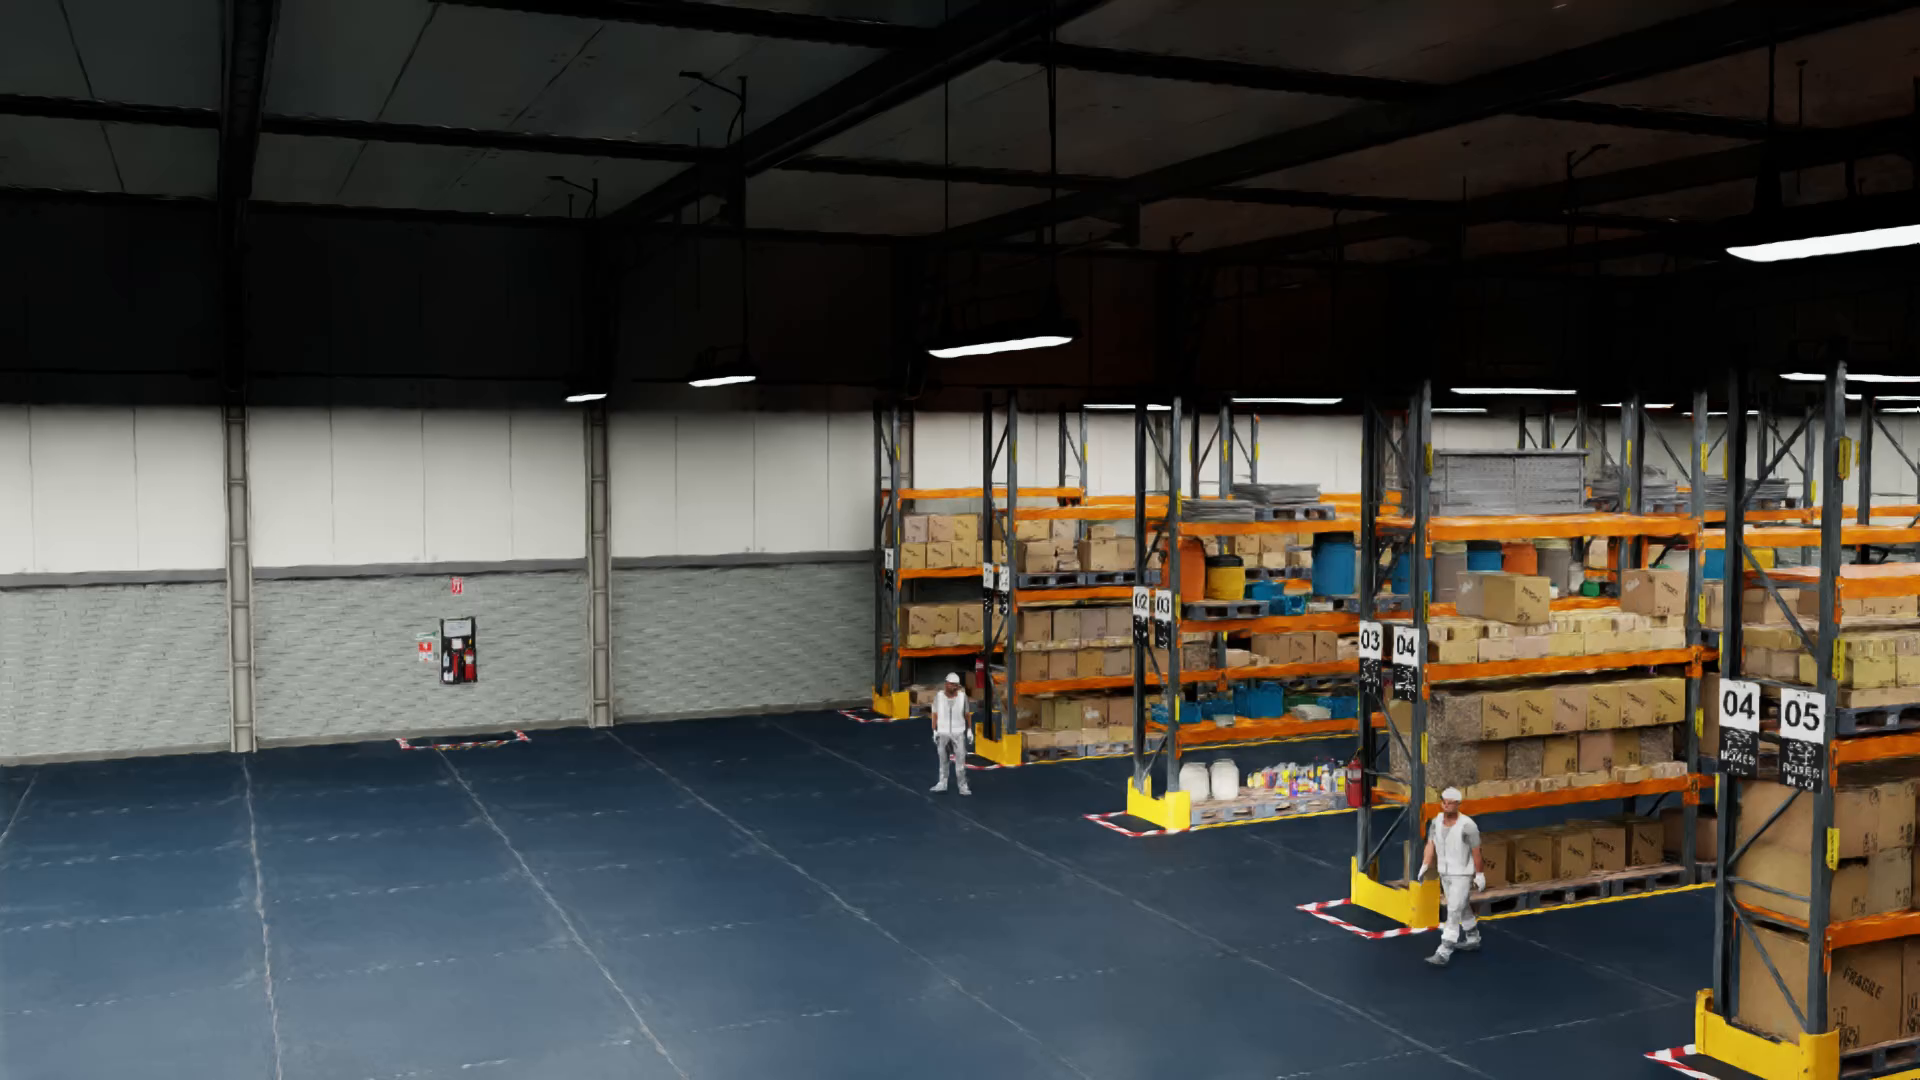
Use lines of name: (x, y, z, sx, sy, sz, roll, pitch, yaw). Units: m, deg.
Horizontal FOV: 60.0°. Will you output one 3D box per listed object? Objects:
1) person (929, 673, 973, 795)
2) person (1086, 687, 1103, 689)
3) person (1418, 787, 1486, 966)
person: (-0.131, 2.839, 24.486, 0.652, 1.788, 0.476, 0, 3, 2)
person: (2.513, 2.546, 30.223, 1.030, 1.708, 0.557, -2, 4, -25)
person: (4.895, 3.320, 16.600, 1.030, 1.727, 0.528, -2, 4, -32)
